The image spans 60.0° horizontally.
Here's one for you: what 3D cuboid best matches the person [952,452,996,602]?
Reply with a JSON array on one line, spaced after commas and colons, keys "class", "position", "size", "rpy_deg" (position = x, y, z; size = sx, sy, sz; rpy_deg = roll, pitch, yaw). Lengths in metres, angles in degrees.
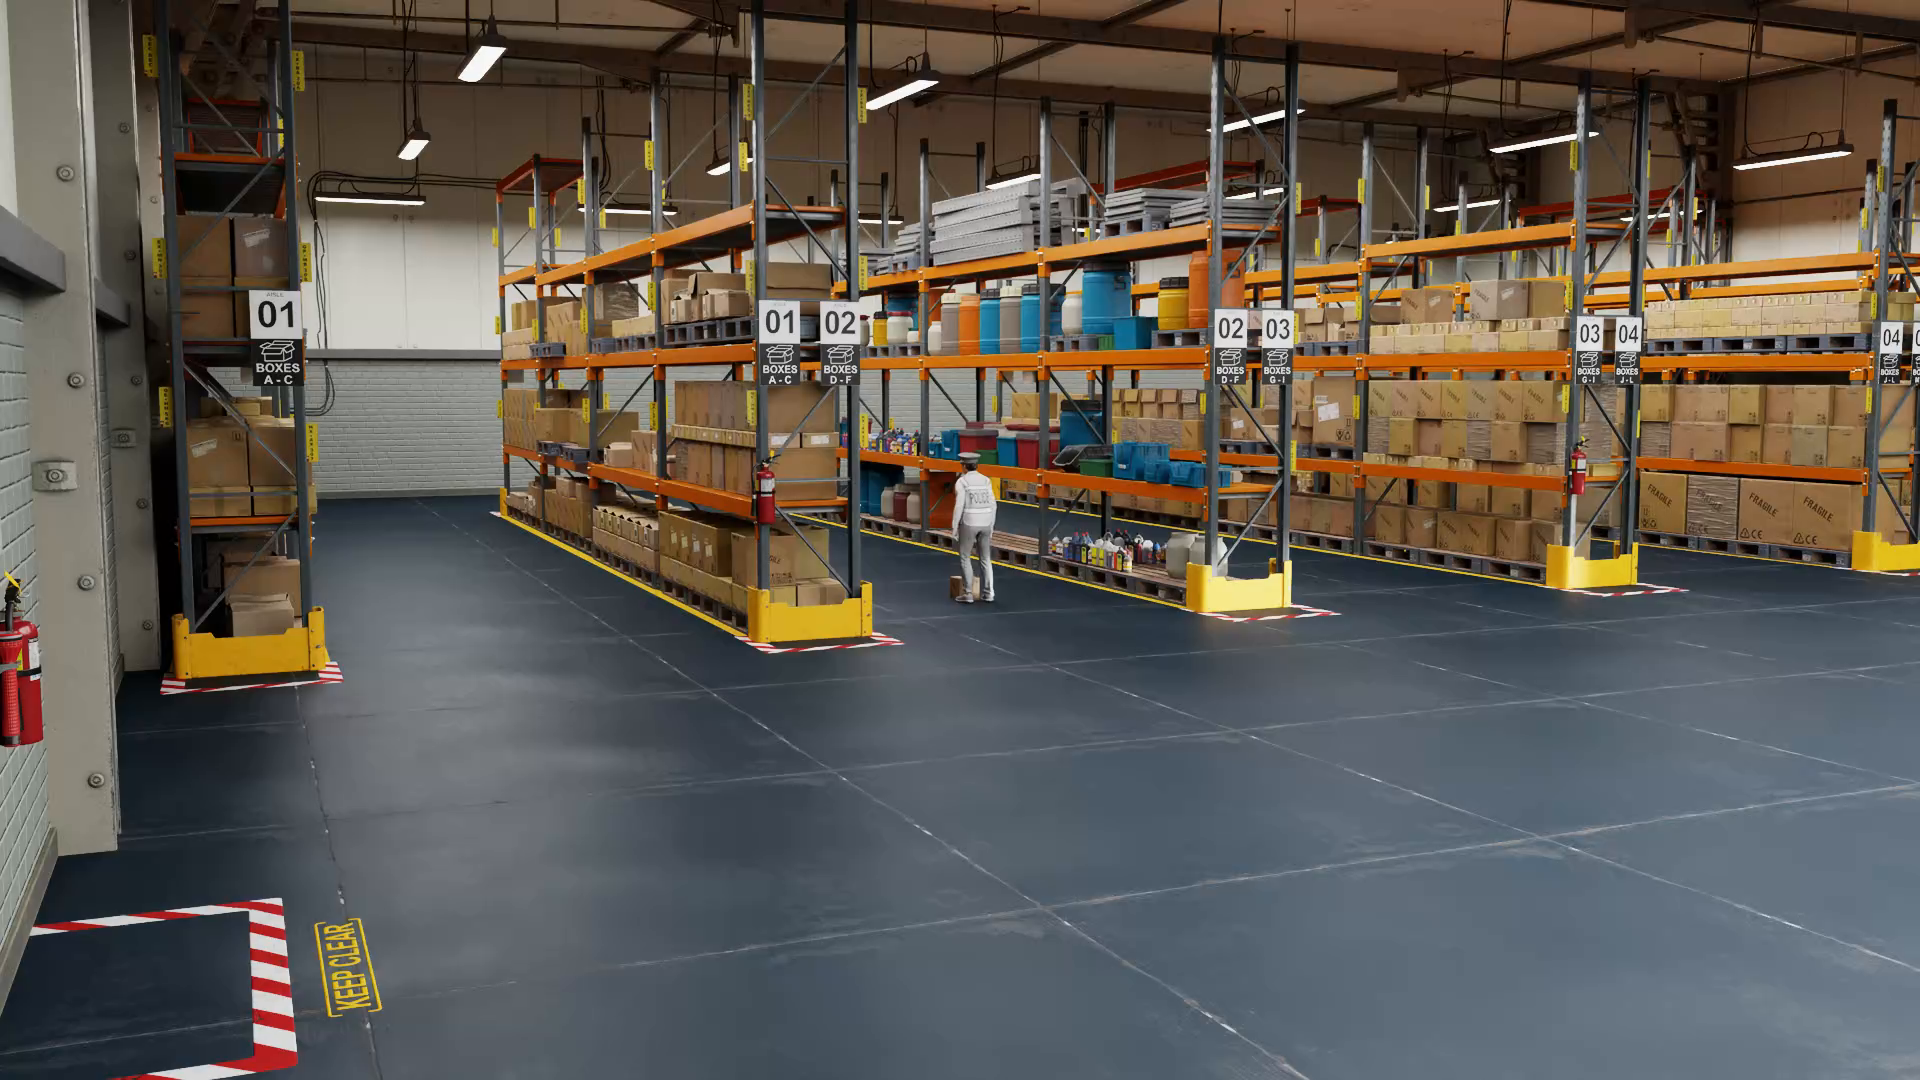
[{"class": "person", "position": [0.151, -0.139, 18.427], "size": [0.544, 1.663, 0.376], "rpy_deg": [-3, 6, -27]}]
